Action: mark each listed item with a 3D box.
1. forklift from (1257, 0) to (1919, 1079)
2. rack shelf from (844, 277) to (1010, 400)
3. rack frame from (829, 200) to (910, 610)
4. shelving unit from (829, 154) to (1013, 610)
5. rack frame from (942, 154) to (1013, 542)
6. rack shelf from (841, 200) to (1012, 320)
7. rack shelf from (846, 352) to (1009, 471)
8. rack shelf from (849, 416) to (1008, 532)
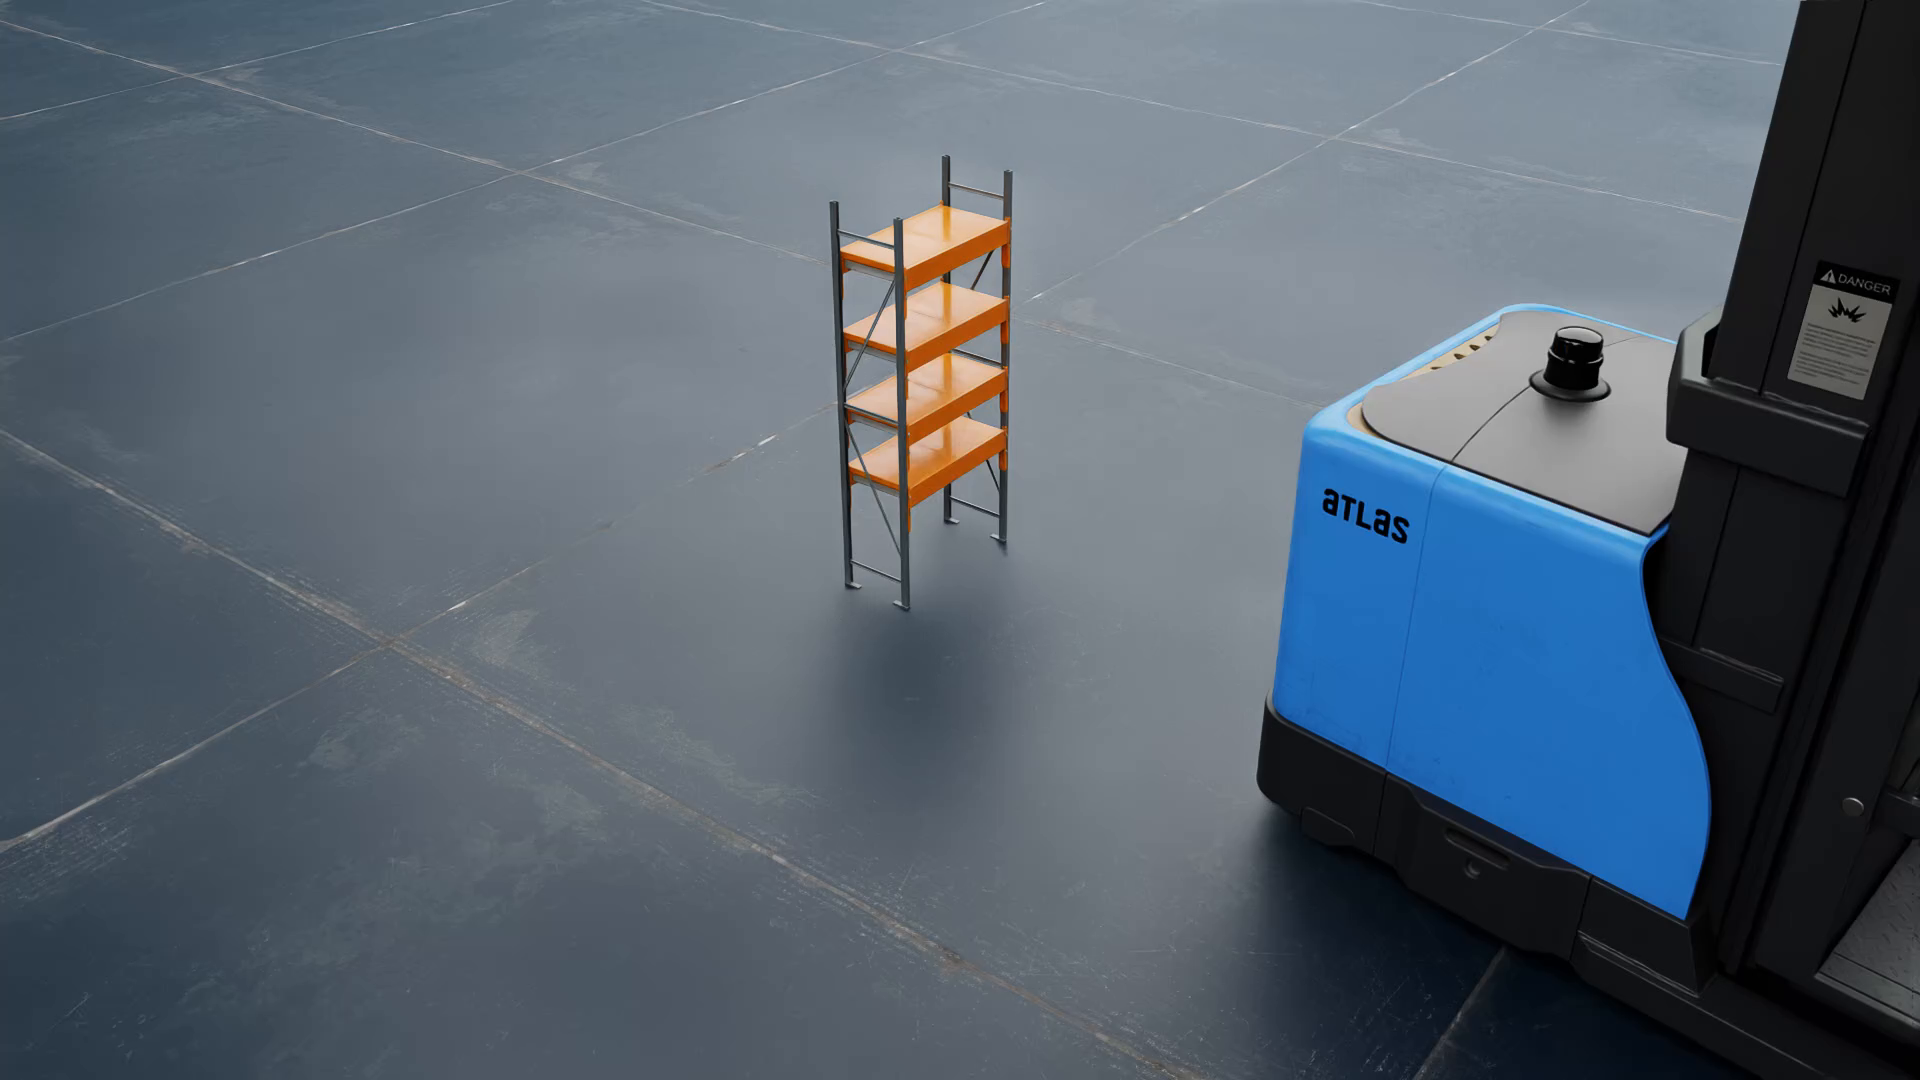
[{"bbox_3d":[2.139,-0.252,2.800,3.031,2.935,1.130,26,40,37],"label":"forklift"},{"bbox_3d":[-0.100,-0.583,4.751,0.258,0.148,0.480,21,37,31],"label":"rack shelf"},{"bbox_3d":[-0.247,-0.350,4.663,0.240,1.200,0.015,21,37,31],"label":"rack frame"},{"bbox_3d":[-0.100,-0.449,4.831,0.258,1.200,0.503,21,37,31],"label":"shelving unit"},{"bbox_3d":[0.047,-0.548,4.998,0.240,1.200,0.015,21,37,31],"label":"rack frame"},{"bbox_3d":[-0.100,-0.787,4.630,0.258,0.148,0.480,21,37,31],"label":"rack shelf"},{"bbox_3d":[-0.100,-0.391,4.865,0.258,0.148,0.480,21,37,31],"label":"rack shelf"},{"bbox_3d":[-0.100,-0.220,4.966,0.258,0.148,0.480,21,37,31],"label":"rack shelf"}]
